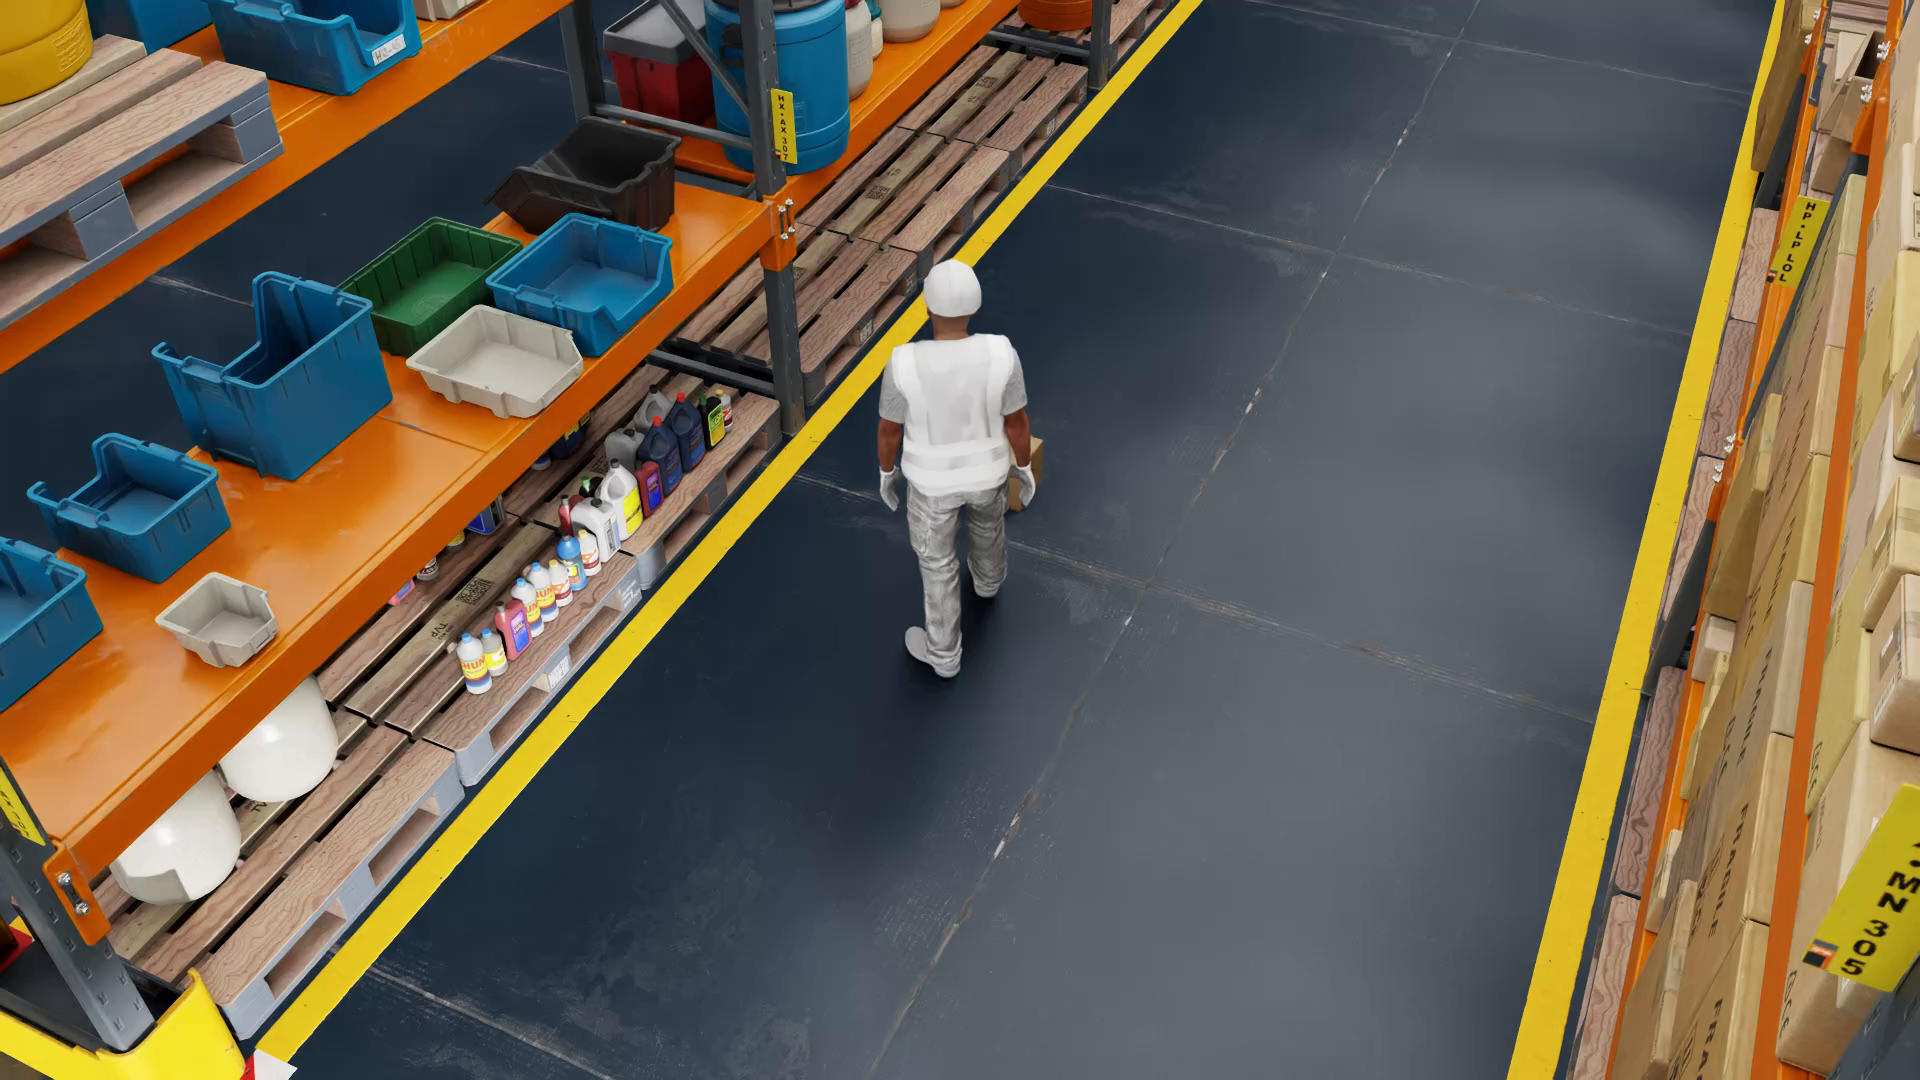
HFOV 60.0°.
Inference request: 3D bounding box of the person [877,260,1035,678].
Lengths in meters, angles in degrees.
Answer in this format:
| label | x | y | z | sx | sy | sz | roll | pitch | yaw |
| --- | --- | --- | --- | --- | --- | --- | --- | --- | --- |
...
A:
| label | x | y | z | sx | sy | sz | roll | pitch | yaw |
| --- | --- | --- | --- | --- | --- | --- | --- | --- | --- |
| person | -0.038 | -0.339 | 6.505 | 0.599 | 1.767 | 0.729 | -8 | 42 | -9 |
